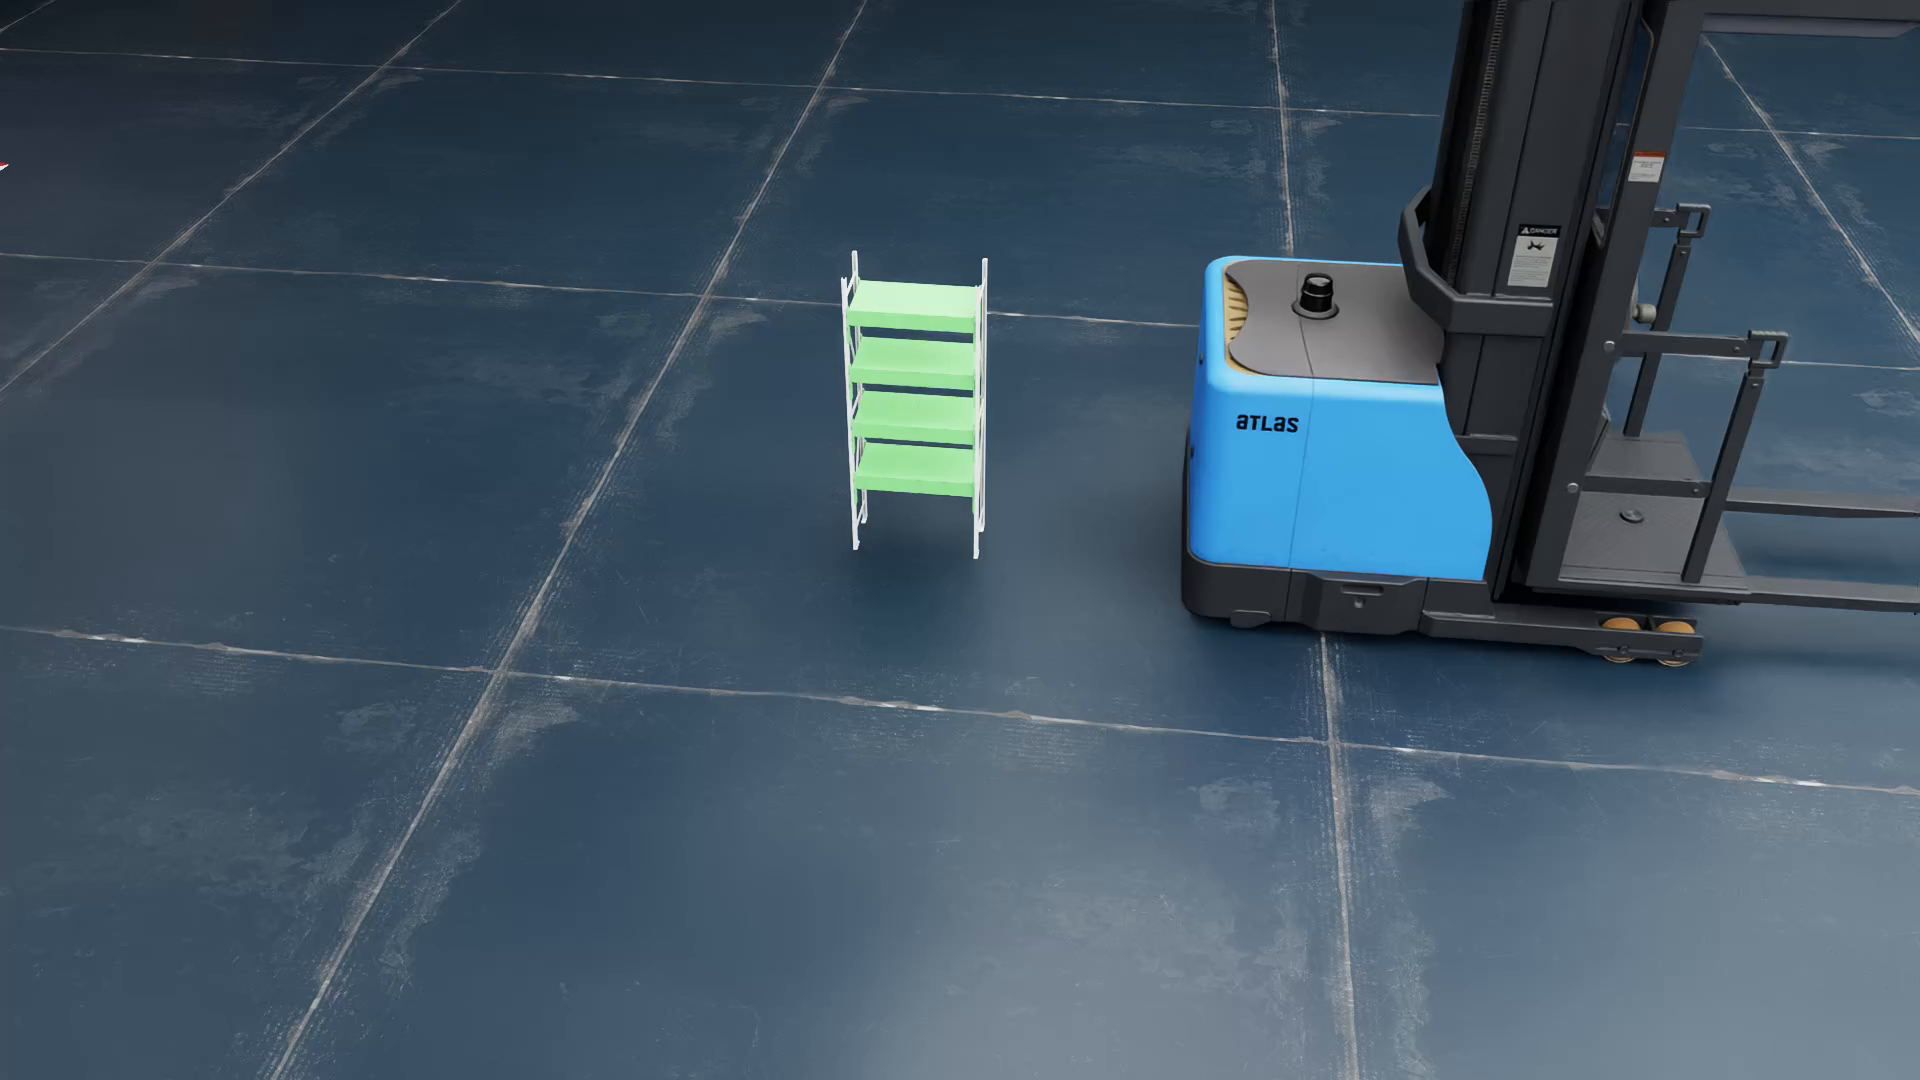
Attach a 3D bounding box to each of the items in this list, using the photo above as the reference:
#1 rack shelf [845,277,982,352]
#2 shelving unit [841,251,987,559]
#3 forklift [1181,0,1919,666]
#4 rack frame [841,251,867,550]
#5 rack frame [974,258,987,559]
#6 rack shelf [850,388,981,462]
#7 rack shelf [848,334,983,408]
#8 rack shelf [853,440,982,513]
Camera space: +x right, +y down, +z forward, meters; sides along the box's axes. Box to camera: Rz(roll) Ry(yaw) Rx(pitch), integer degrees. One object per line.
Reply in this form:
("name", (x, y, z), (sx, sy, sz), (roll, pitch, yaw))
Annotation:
("rack shelf", (-0.164, -0.839, 6.177), (0.480, 0.148, 0.258), (4, 36, 6))
("shelving unit", (-0.164, -0.501, 6.419), (0.503, 1.200, 0.258), (4, 36, 6))
("forklift", (2.394, -1.057, 5.708), (3.031, 2.935, 1.130), (4, 36, 5))
("rack frame", (-0.406, -0.519, 6.444), (0.015, 1.200, 0.240), (4, 36, 6))
("rack frame", (0.078, -0.483, 6.393), (0.015, 1.200, 0.240), (4, 36, 6))
("rack shelf", (-0.164, -0.449, 6.456), (0.480, 0.148, 0.258), (4, 36, 6))
("rack shelf", (-0.164, -0.644, 6.316), (0.480, 0.148, 0.258), (4, 36, 6))
("rack shelf", (-0.164, -0.253, 6.595), (0.480, 0.148, 0.258), (4, 36, 6))
